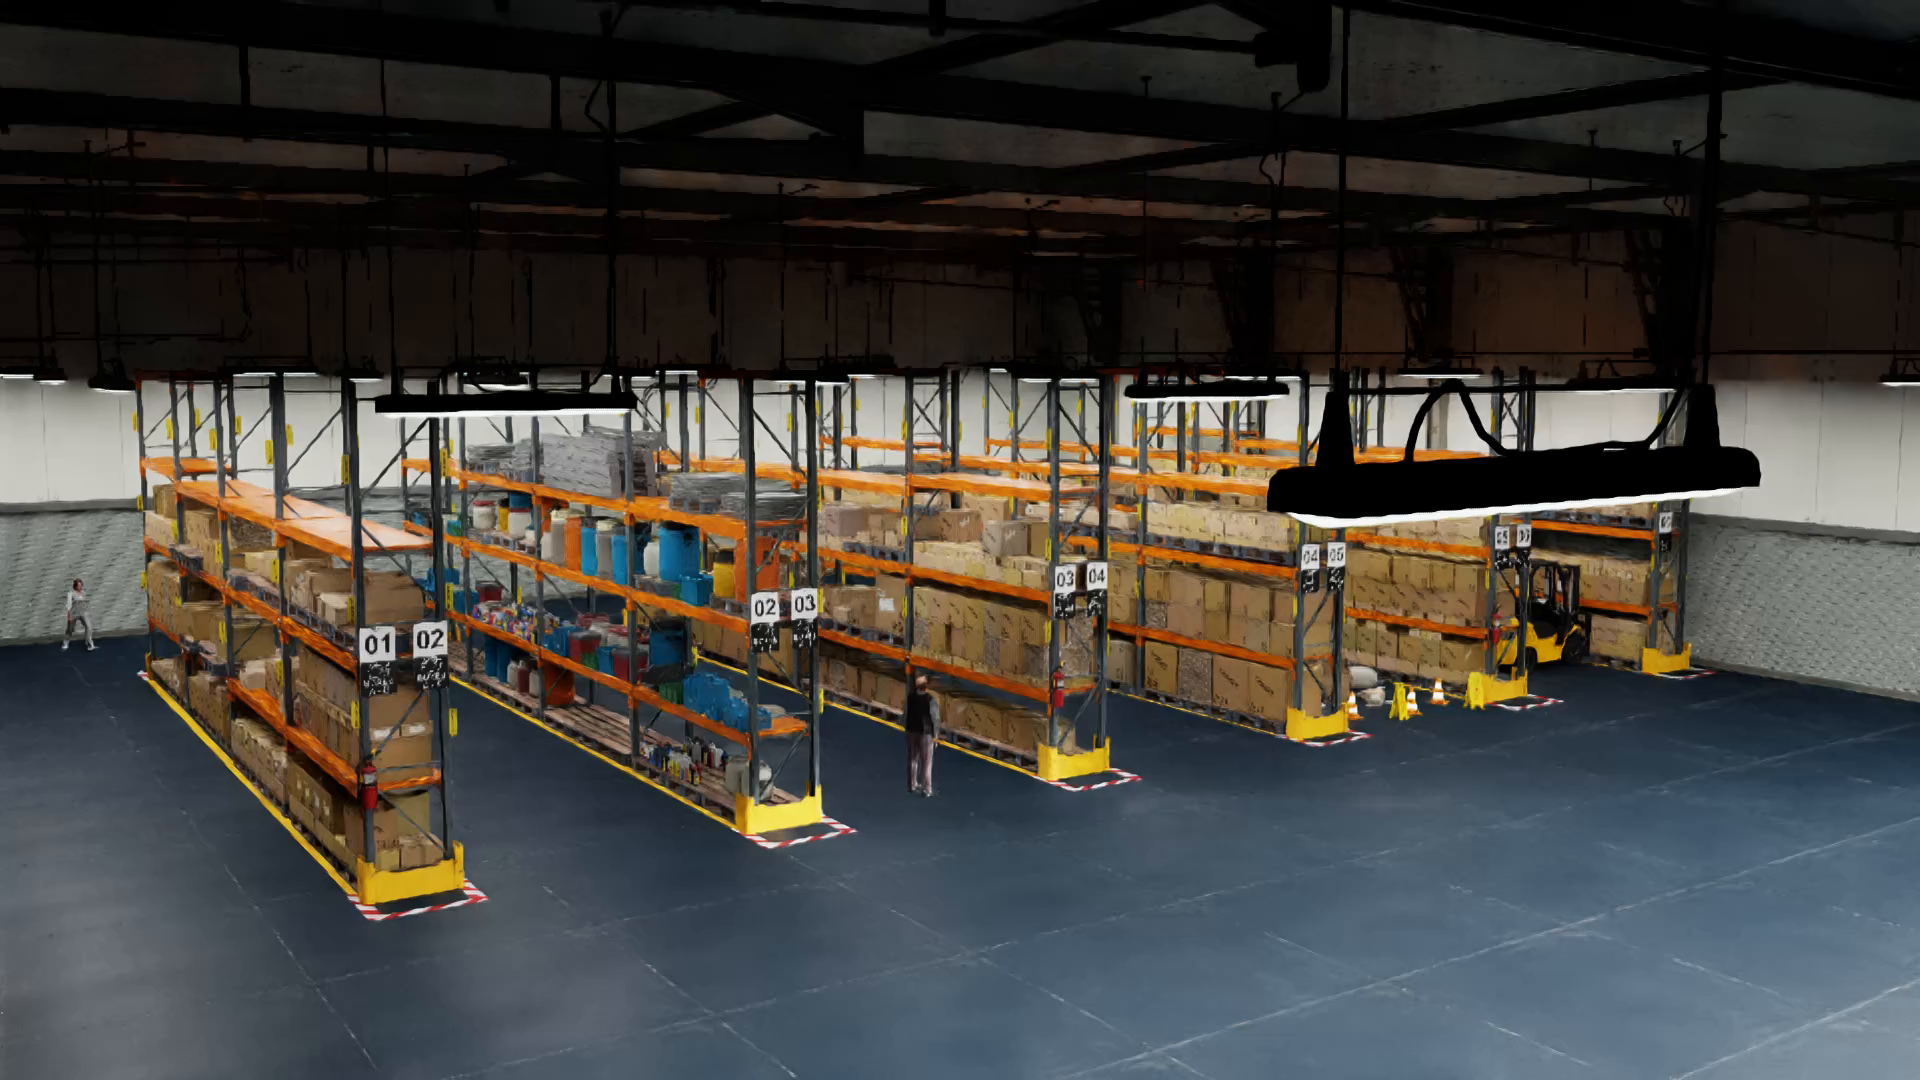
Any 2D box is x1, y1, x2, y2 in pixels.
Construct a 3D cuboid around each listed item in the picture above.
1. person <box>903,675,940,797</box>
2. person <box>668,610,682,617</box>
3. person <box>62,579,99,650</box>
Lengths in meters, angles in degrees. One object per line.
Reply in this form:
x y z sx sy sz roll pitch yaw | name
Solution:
-0.532 2.877 23.797 0.584 1.531 0.451 3 7 28 | person
-5.670 1.767 32.976 0.586 1.665 0.577 -2 7 -15 | person
-18.785 1.575 35.373 0.880 1.537 0.445 4 8 33 | person
